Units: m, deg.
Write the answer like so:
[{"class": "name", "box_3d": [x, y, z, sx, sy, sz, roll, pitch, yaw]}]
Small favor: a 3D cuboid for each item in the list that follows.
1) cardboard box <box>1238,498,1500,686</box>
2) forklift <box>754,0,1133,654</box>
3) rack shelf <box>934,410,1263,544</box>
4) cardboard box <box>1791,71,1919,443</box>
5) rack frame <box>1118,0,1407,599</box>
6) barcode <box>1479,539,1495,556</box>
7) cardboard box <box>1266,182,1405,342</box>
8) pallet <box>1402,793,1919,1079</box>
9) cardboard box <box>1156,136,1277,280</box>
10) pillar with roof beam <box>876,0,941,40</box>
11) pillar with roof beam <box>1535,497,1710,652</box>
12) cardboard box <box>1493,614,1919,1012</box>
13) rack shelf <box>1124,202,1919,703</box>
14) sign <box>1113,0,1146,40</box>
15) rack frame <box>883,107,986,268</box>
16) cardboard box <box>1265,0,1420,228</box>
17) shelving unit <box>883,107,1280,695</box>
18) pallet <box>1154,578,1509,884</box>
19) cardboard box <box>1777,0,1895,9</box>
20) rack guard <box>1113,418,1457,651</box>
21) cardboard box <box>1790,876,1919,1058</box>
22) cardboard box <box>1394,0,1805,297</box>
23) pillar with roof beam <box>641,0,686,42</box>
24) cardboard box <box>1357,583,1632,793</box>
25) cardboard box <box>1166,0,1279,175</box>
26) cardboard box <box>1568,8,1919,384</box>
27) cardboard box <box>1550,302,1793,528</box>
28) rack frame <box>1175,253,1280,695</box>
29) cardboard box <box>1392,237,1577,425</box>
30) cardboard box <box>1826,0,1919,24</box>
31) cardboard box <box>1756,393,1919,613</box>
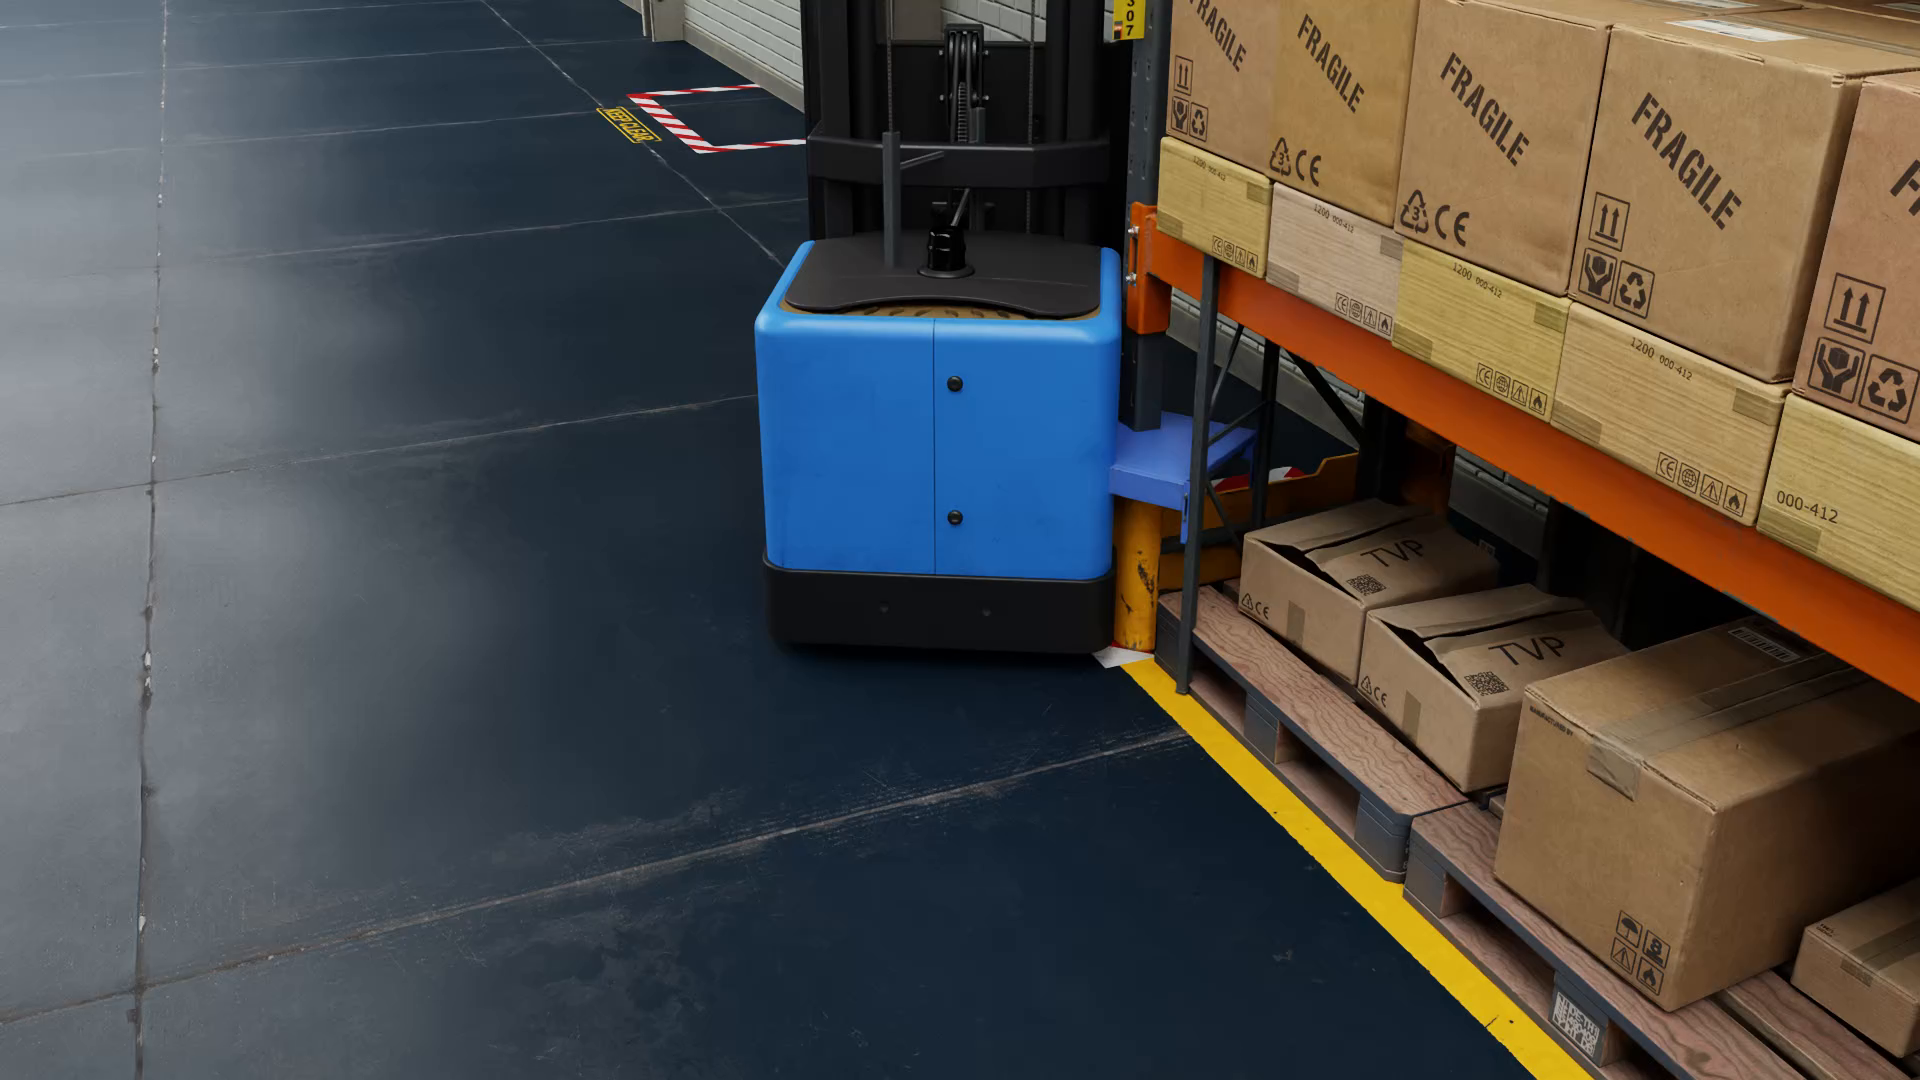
[{"class": "cardboard box", "box_3d": [1.144, 0.105, 4.680, 0.500, 0.311, 0.500, -14, 29, -26]}, {"class": "forklift", "box_3d": [0.052, -1.592, 5.671, 1.130, 2.935, 3.031, 2, 26, 4]}, {"class": "rack shelf", "box_3d": [0.352, -0.275, 5.032, 1.000, 0.185, 0.538, 15, 29, 30]}, {"class": "cardboard box", "box_3d": [1.665, -0.408, 2.459, 0.500, 0.500, 0.500, -11, 28, -22]}, {"class": "rack frame", "box_3d": [0.956, -1.200, 4.790, 1.000, 3.000, 0.127, -11, 28, -21]}, {"class": "barcode", "box_3d": [1.519, 0.039, 4.803, 0.001, 0.075, 0.075, -11, 28, -21]}, {"class": "cardboard box", "box_3d": [1.071, -0.683, 3.879, 0.500, 0.250, 0.500, -11, 28, -22]}, {"class": "pallet", "box_3d": [1.745, 0.909, 3.648, 1.003, 0.211, 1.213, -11, 28, -21]}, {"class": "cardboard box", "box_3d": [0.855, -0.891, 4.303, 0.500, 0.250, 0.500, -11, 28, -22]}, {"class": "pillar with roof beam", "box_3d": [-4.285, -5.445, 6.645, 9.100, 9.000, 0.400, -11, 28, -21]}, {"class": "pillar with roof beam", "box_3d": [-1.935, -3.023, 1.684, 9.100, 9.000, 0.400, -11, 28, -21]}, {"class": "cardboard box", "box_3d": [1.609, 0.555, 3.543, 0.700, 0.500, 0.500, -12, 29, -24]}, {"class": "rack shelf", "box_3d": [1.739, -0.070, 3.294, 1.077, 0.370, 4.000, -11, 28, -21]}, {"class": "sign", "box_3d": [0.457, -1.496, 4.409, 0.100, 0.325, 0.005, -11, 28, -21]}, {"class": "rack frame", "box_3d": [-0.072, -0.555, 5.211, 0.032, 1.500, 0.500, 15, 29, 30]}, {"class": "cardboard box", "box_3d": [1.051, -1.033, 3.741, 0.500, 0.500, 0.500, -10, 28, -20]}, {"class": "shelving unit", "box_3d": [0.353, -0.439, 4.957, 1.048, 1.500, 0.538, 15, 29, 30]}, {"class": "pallet", "box_3d": [1.271, 0.417, 4.655, 1.003, 0.211, 1.213, -11, 28, -21]}, {"class": "cardboard box", "box_3d": [1.731, -0.912, 3.493, 0.500, 0.500, 0.500, -11, 28, -22]}, {"class": "rack guard", "box_3d": [0.986, -0.047, 5.276, 1.175, 0.500, 0.348, -11, 28, -21]}, {"class": "cardboard box", "box_3d": [1.914, 0.849, 3.341, 0.380, 0.149, 0.250, -13, 29, -25]}, {"class": "cardboard box", "box_3d": [1.247, -0.824, 3.312, 0.500, 0.500, 0.500, -12, 28, -22]}, {"class": "pillar with roof beam", "box_3d": [-6.635, -7.867, 11.606, 9.100, 9.000, 0.400, -11, 28, -21]}, {"class": "cardboard box", "box_3d": [1.367, 0.335, 4.208, 0.500, 0.311, 0.500, -8, 27, -16]}, {"class": "cardboard box", "box_3d": [0.866, -1.235, 4.153, 0.500, 0.500, 0.500, -11, 28, -21]}, {"class": "cardboard box", "box_3d": [1.460, -0.617, 2.889, 0.500, 0.500, 0.500, -10, 28, -19]}, {"class": "cardboard box", "box_3d": [1.461, -0.272, 3.037, 0.500, 0.250, 0.500, -10, 28, -20]}, {"class": "rack frame", "box_3d": [0.778, -0.322, 4.703, 0.032, 1.500, 0.500, 15, 29, 30]}, {"class": "cardboard box", "box_3d": [1.265, -0.477, 3.456, 0.500, 0.250, 0.500, -11, 28, -21]}, {"class": "cardboard box", "box_3d": [1.928, -0.709, 3.077, 0.500, 0.500, 0.500, -10, 28, -20]}, {"class": "cardboard box", "box_3d": [1.659, -0.069, 2.621, 0.500, 0.250, 0.500, -11, 28, -21]}]
